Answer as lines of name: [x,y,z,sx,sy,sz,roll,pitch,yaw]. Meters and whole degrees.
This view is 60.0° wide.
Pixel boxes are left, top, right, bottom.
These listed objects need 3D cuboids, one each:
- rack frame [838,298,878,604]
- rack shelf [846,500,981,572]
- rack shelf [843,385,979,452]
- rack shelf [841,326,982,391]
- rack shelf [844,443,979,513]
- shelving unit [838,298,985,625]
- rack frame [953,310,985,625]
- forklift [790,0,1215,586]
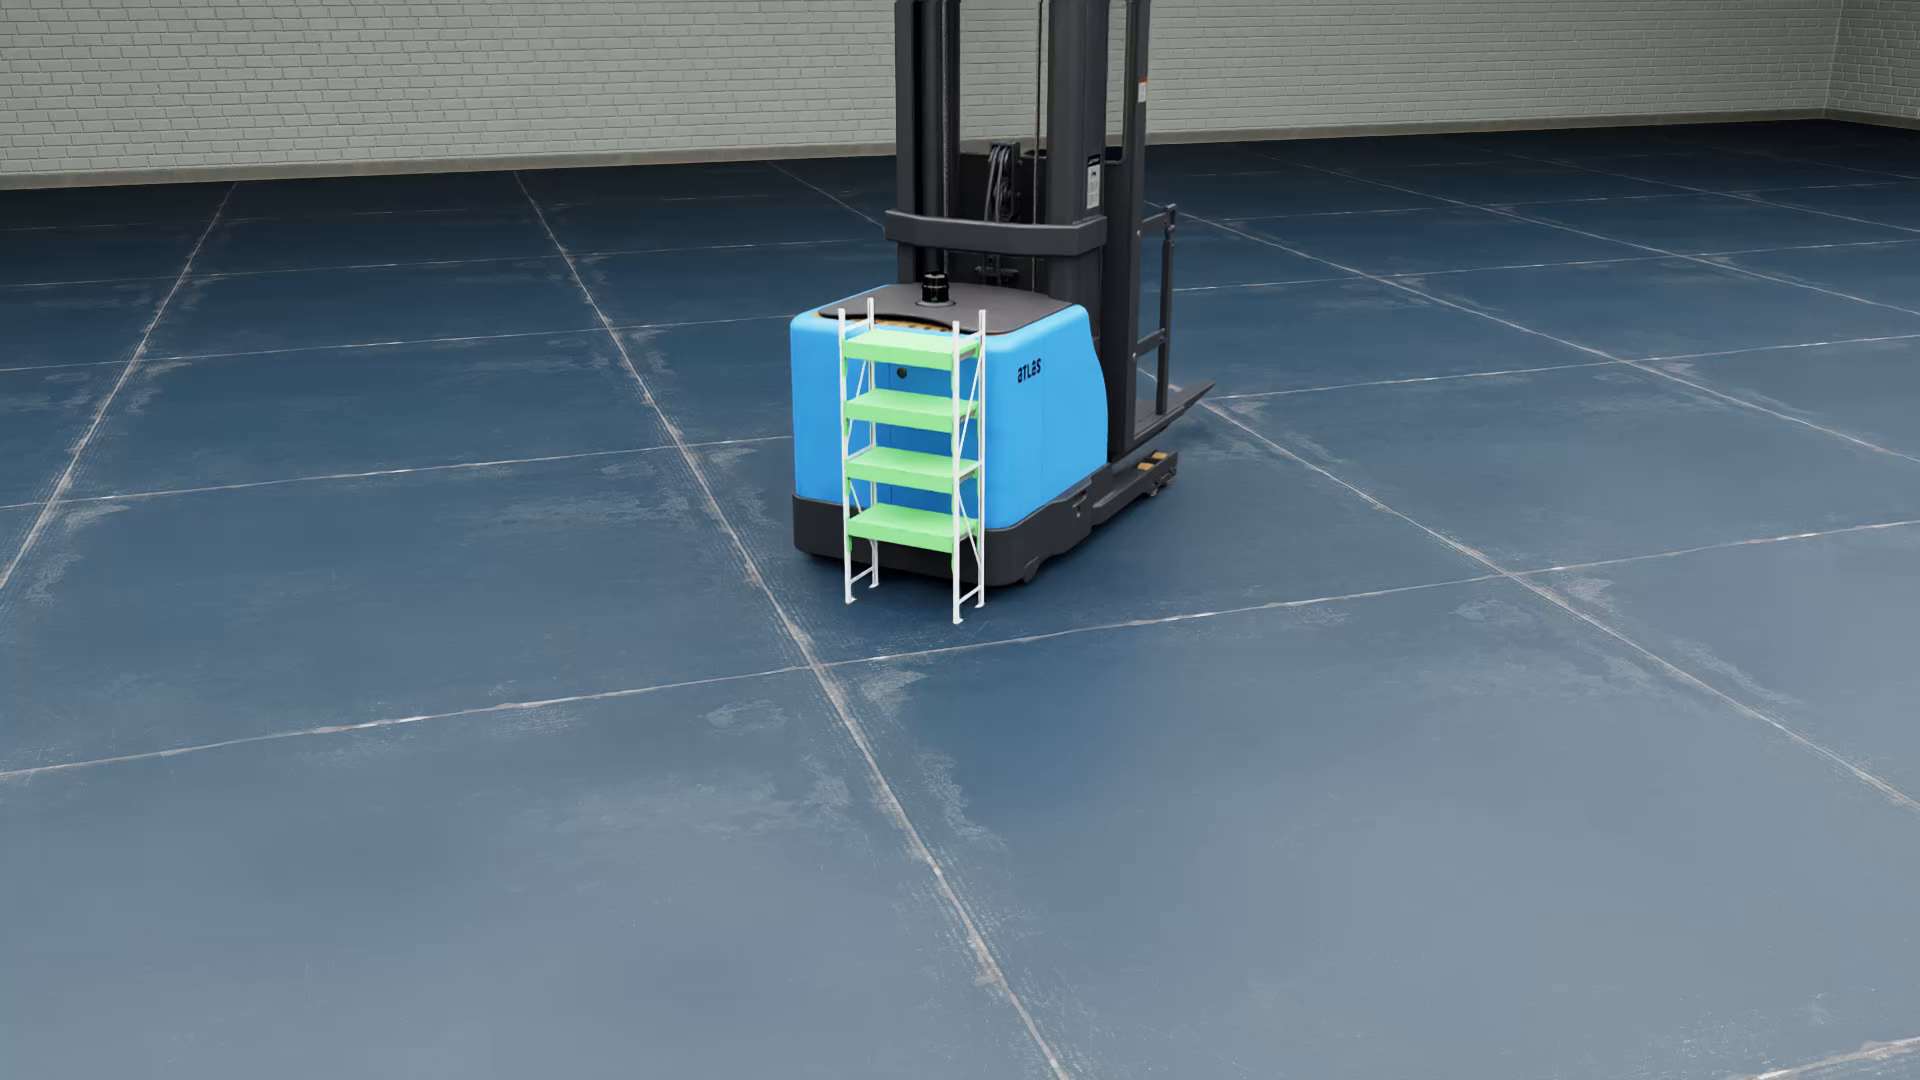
rack frame: [-0.400,-0.344,6.599,0.015,1.200,0.240,10,22,25]
rack shelf: [-0.183,-0.020,6.598,0.480,0.148,0.258,10,22,25]
rack shelf: [-0.183,-0.472,6.435,0.480,0.148,0.258,10,22,25]
rack shelf: [-0.183,-0.698,6.354,0.480,0.148,0.258,10,22,25]
rack shelf: [-0.183,-0.246,6.516,0.480,0.148,0.258,10,22,25]
shelving unit: [-0.183,-0.306,6.495,0.503,1.200,0.258,10,22,25]
rack frame: [0.035,-0.269,6.391,0.015,1.200,0.240,10,22,25]
forklift: [0.415,-1.648,7.670,1.130,2.935,3.031,10,22,26]
